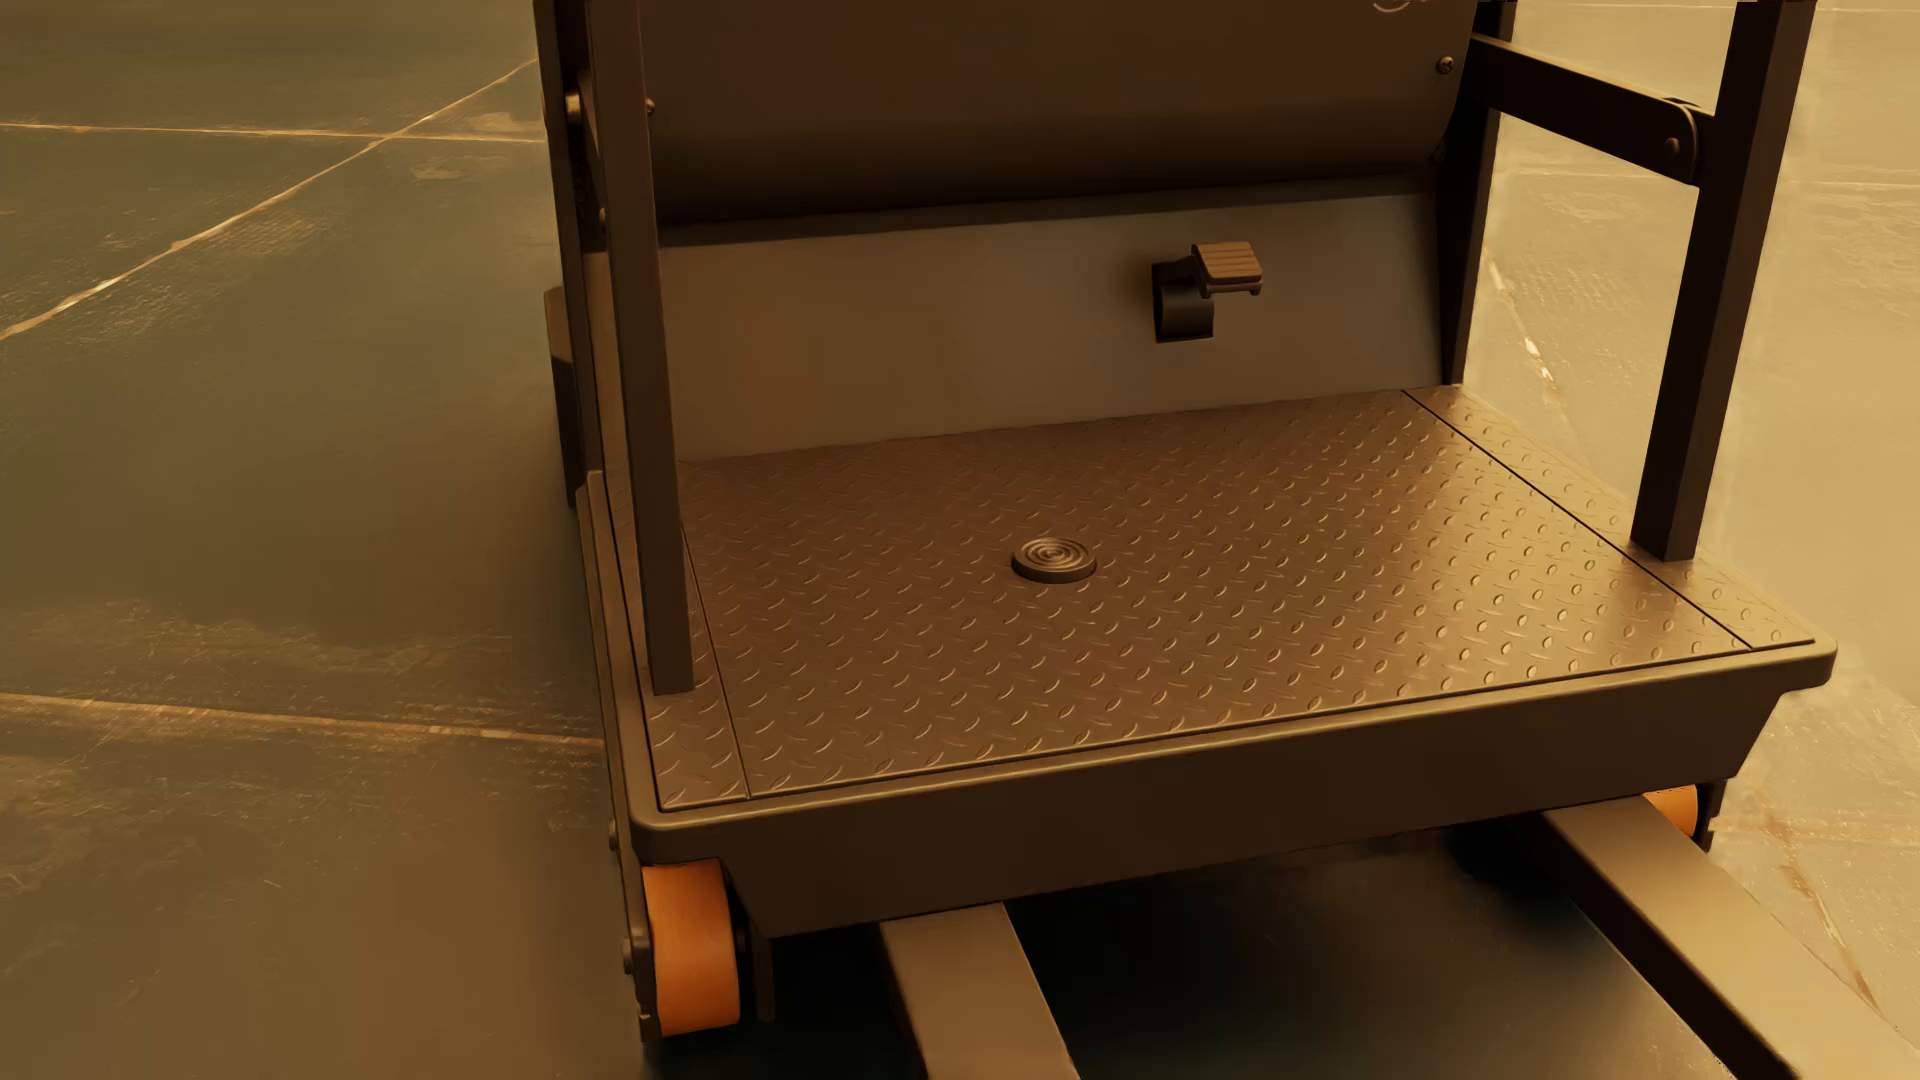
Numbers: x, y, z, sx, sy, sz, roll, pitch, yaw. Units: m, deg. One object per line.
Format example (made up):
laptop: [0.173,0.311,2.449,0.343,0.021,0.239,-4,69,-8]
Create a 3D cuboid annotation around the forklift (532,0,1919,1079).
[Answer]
forklift: [0.159,-1.038,1.297,1.130,2.935,3.031,-7,27,-13]
